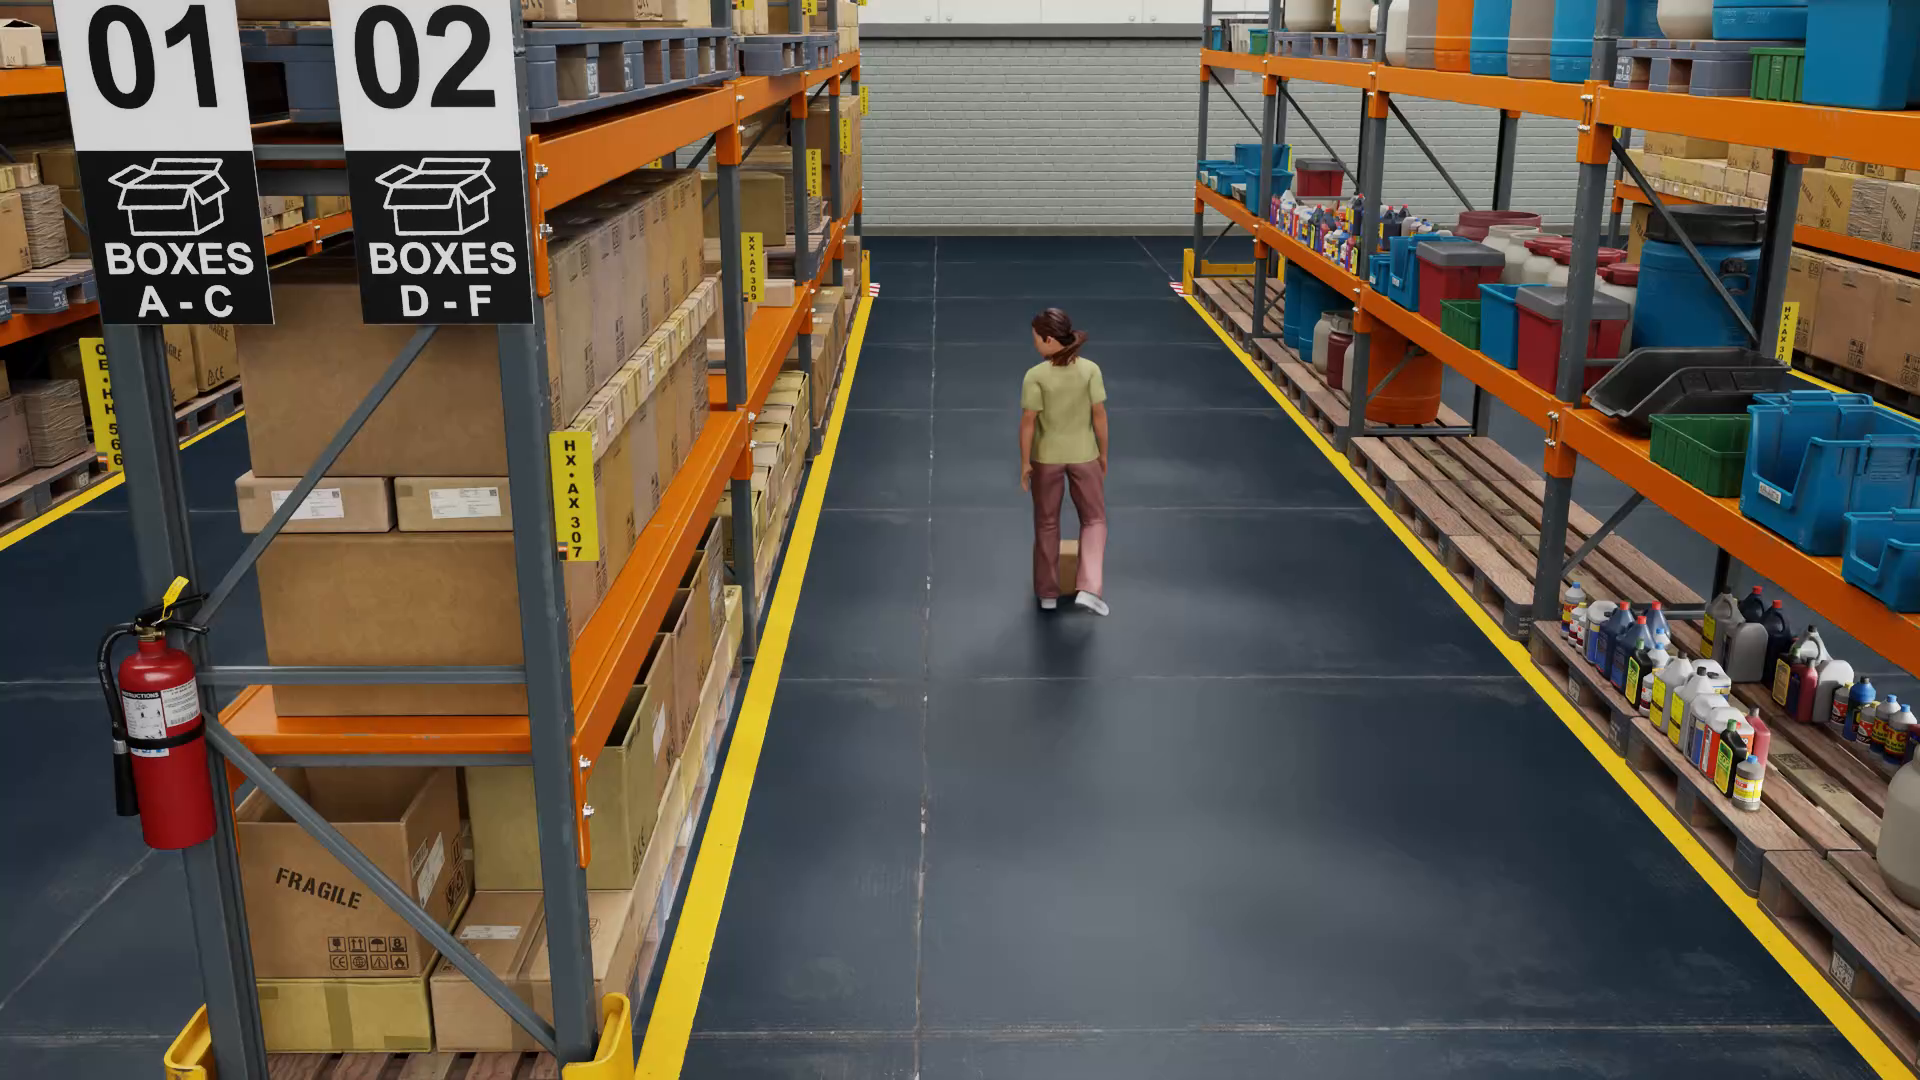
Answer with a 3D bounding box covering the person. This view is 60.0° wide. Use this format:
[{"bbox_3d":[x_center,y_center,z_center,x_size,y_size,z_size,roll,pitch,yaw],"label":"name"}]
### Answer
[{"bbox_3d":[0.550,-0.399,8.791,0.486,1.669,0.705,0,17,0],"label":"person"}]
